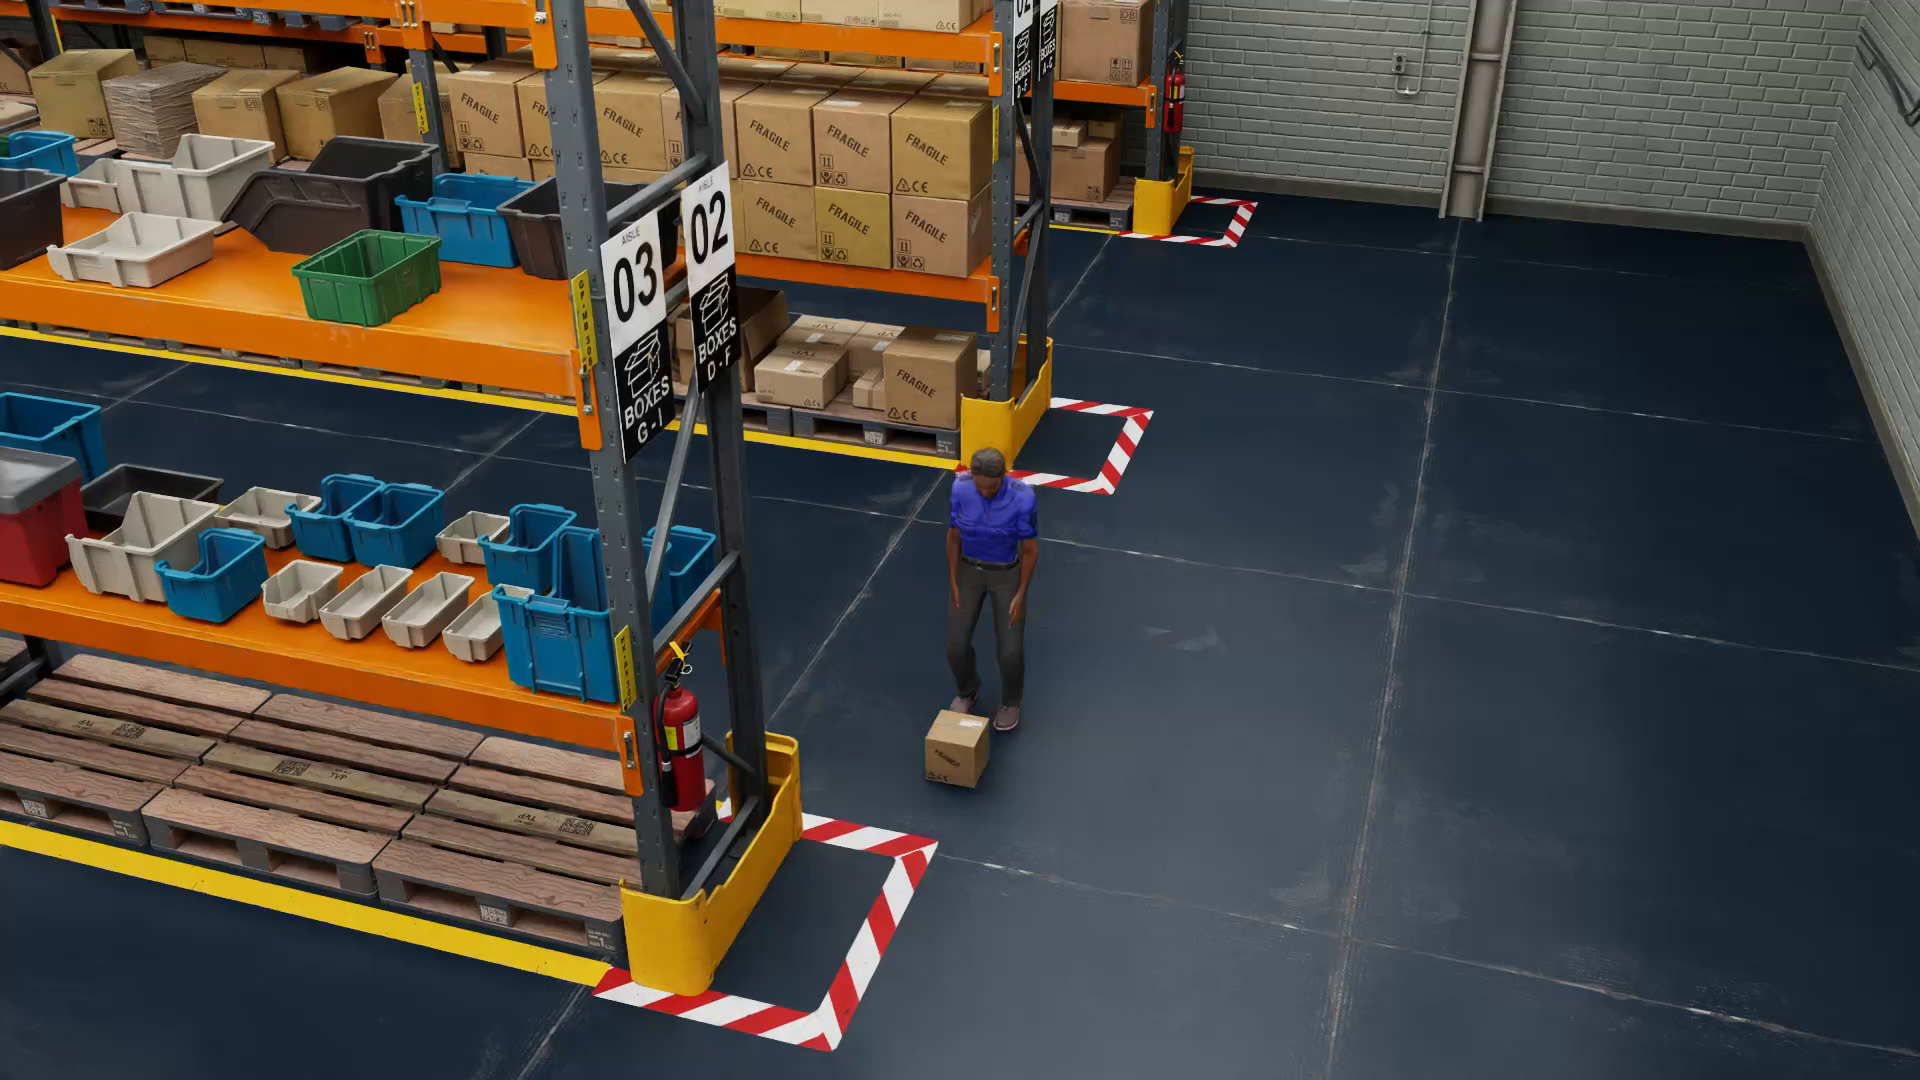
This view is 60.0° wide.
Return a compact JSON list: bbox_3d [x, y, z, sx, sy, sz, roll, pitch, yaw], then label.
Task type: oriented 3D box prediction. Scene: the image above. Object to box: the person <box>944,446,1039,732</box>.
[{"bbox_3d":[0.160,0.219,8.202,0.465,1.588,0.411,9,31,16],"label":"person"}]
